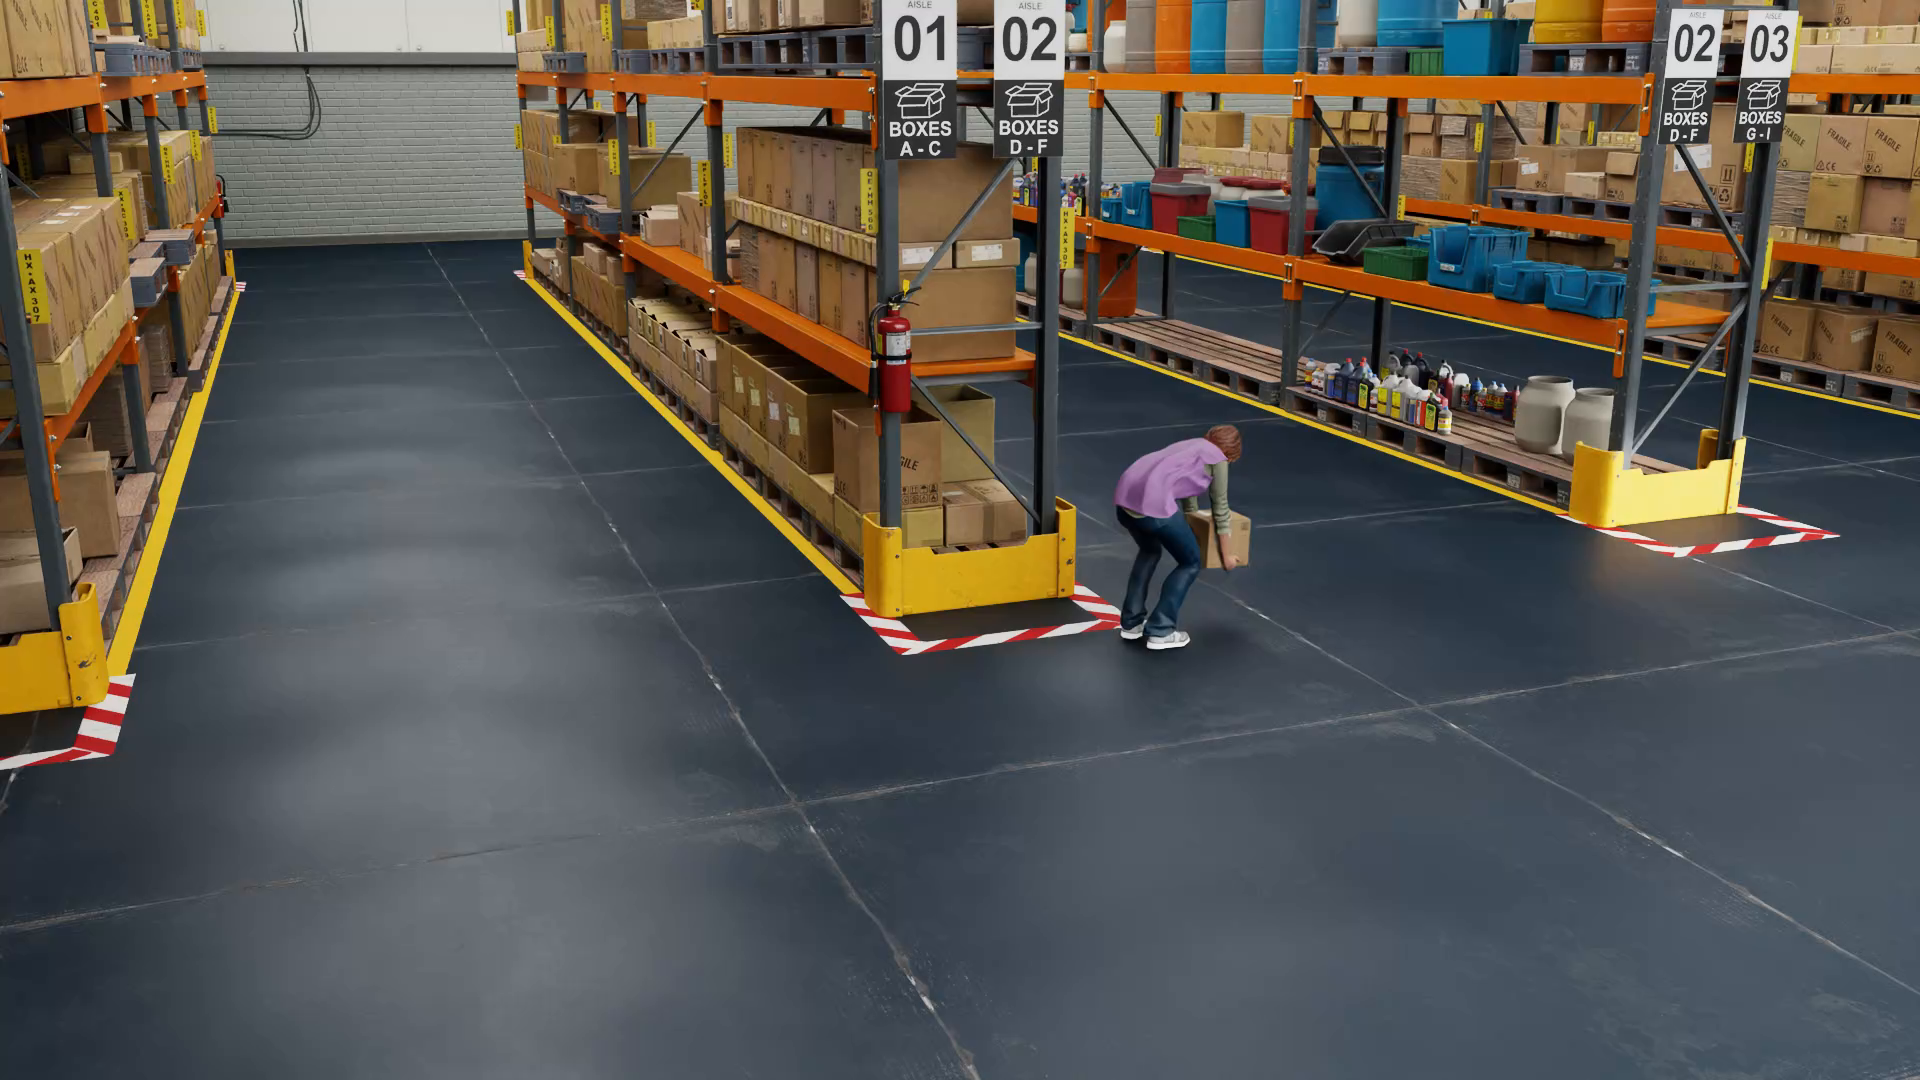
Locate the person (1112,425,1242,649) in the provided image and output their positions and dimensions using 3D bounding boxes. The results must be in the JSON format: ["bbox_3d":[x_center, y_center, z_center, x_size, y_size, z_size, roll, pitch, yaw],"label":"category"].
[{"bbox_3d":[1.141,-0.021,8.571,0.850,1.080,0.395,-13,20,-39],"label":"person"}]
